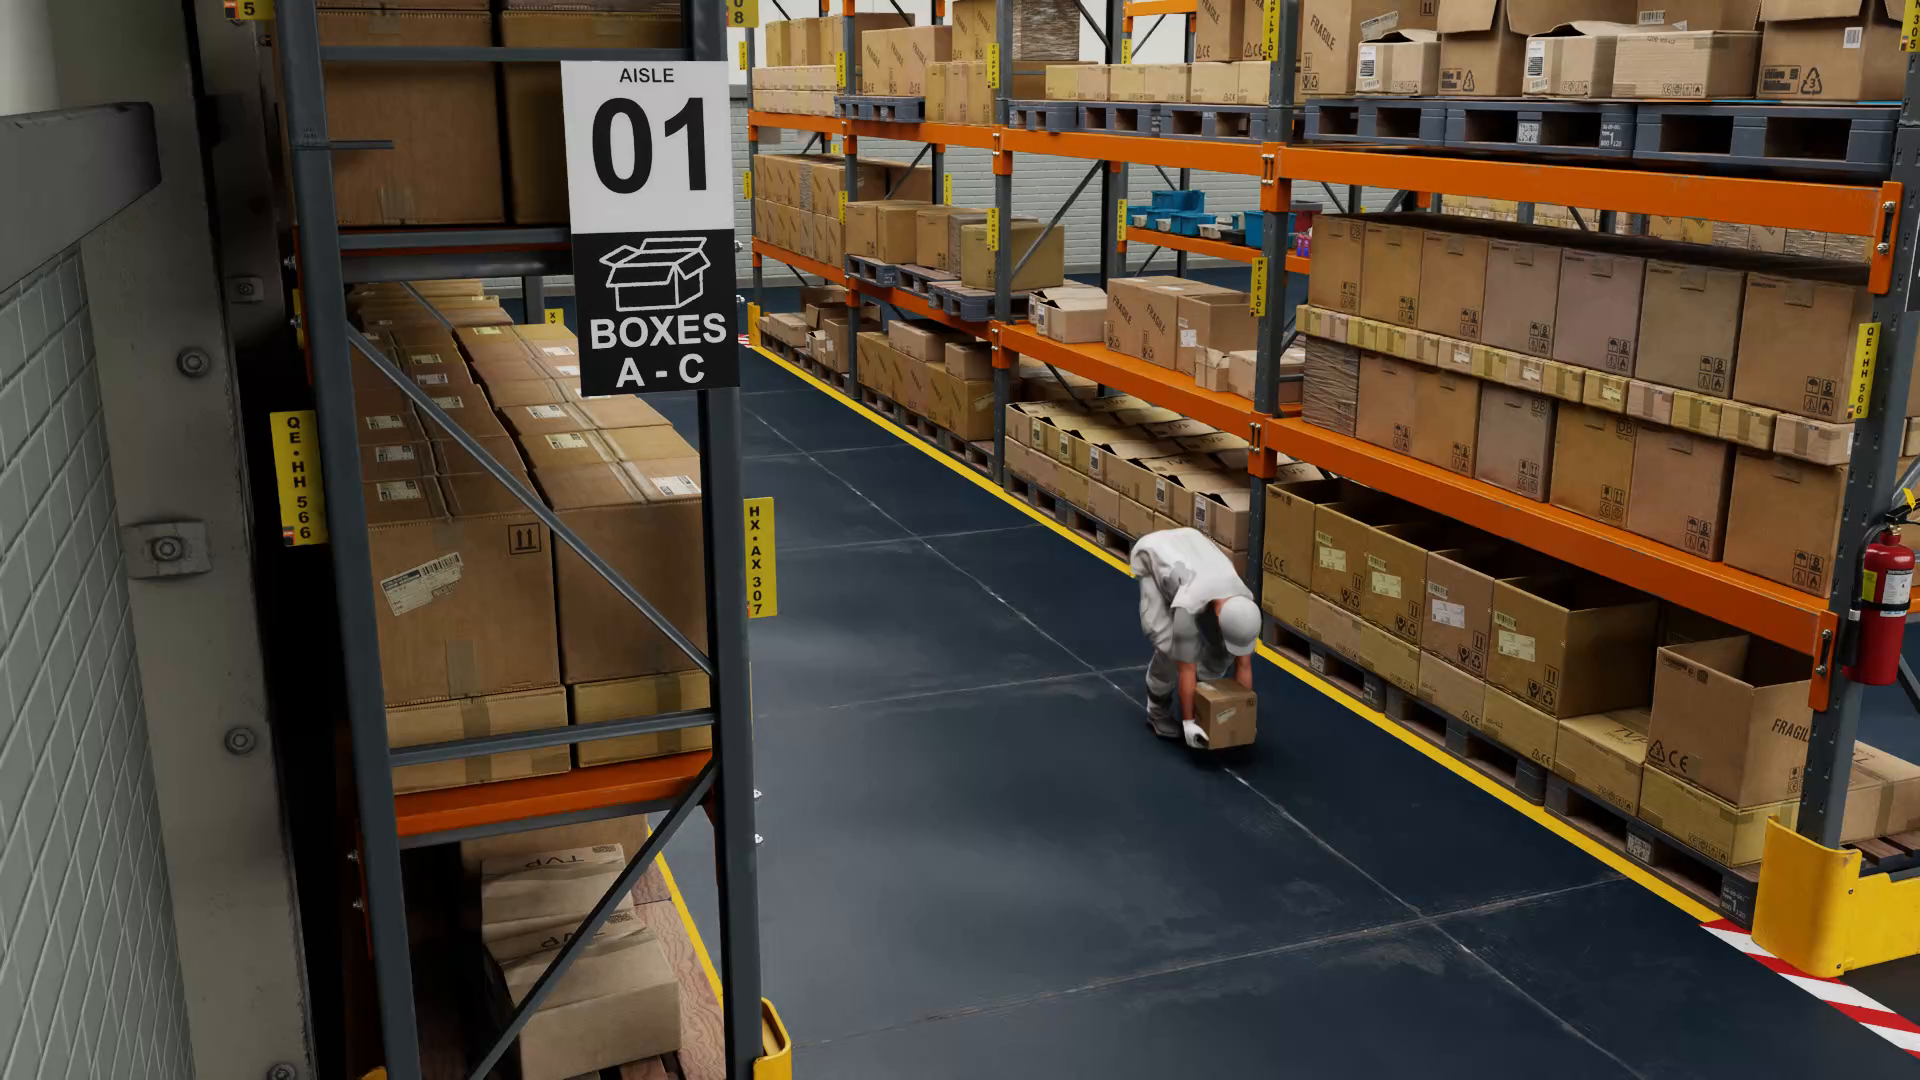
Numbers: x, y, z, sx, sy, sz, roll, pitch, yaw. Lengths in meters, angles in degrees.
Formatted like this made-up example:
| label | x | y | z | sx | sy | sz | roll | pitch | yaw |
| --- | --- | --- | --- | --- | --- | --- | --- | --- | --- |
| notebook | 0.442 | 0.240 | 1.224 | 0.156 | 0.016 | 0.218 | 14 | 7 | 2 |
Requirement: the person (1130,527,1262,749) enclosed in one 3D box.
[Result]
| label | x | y | z | sx | sy | sz | roll | pitch | yaw |
| --- | --- | --- | --- | --- | --- | --- | --- | --- | --- |
| person | 1.187 | 0.495 | 8.140 | 0.523 | 1.009 | 0.953 | -7 | 17 | -23 |
